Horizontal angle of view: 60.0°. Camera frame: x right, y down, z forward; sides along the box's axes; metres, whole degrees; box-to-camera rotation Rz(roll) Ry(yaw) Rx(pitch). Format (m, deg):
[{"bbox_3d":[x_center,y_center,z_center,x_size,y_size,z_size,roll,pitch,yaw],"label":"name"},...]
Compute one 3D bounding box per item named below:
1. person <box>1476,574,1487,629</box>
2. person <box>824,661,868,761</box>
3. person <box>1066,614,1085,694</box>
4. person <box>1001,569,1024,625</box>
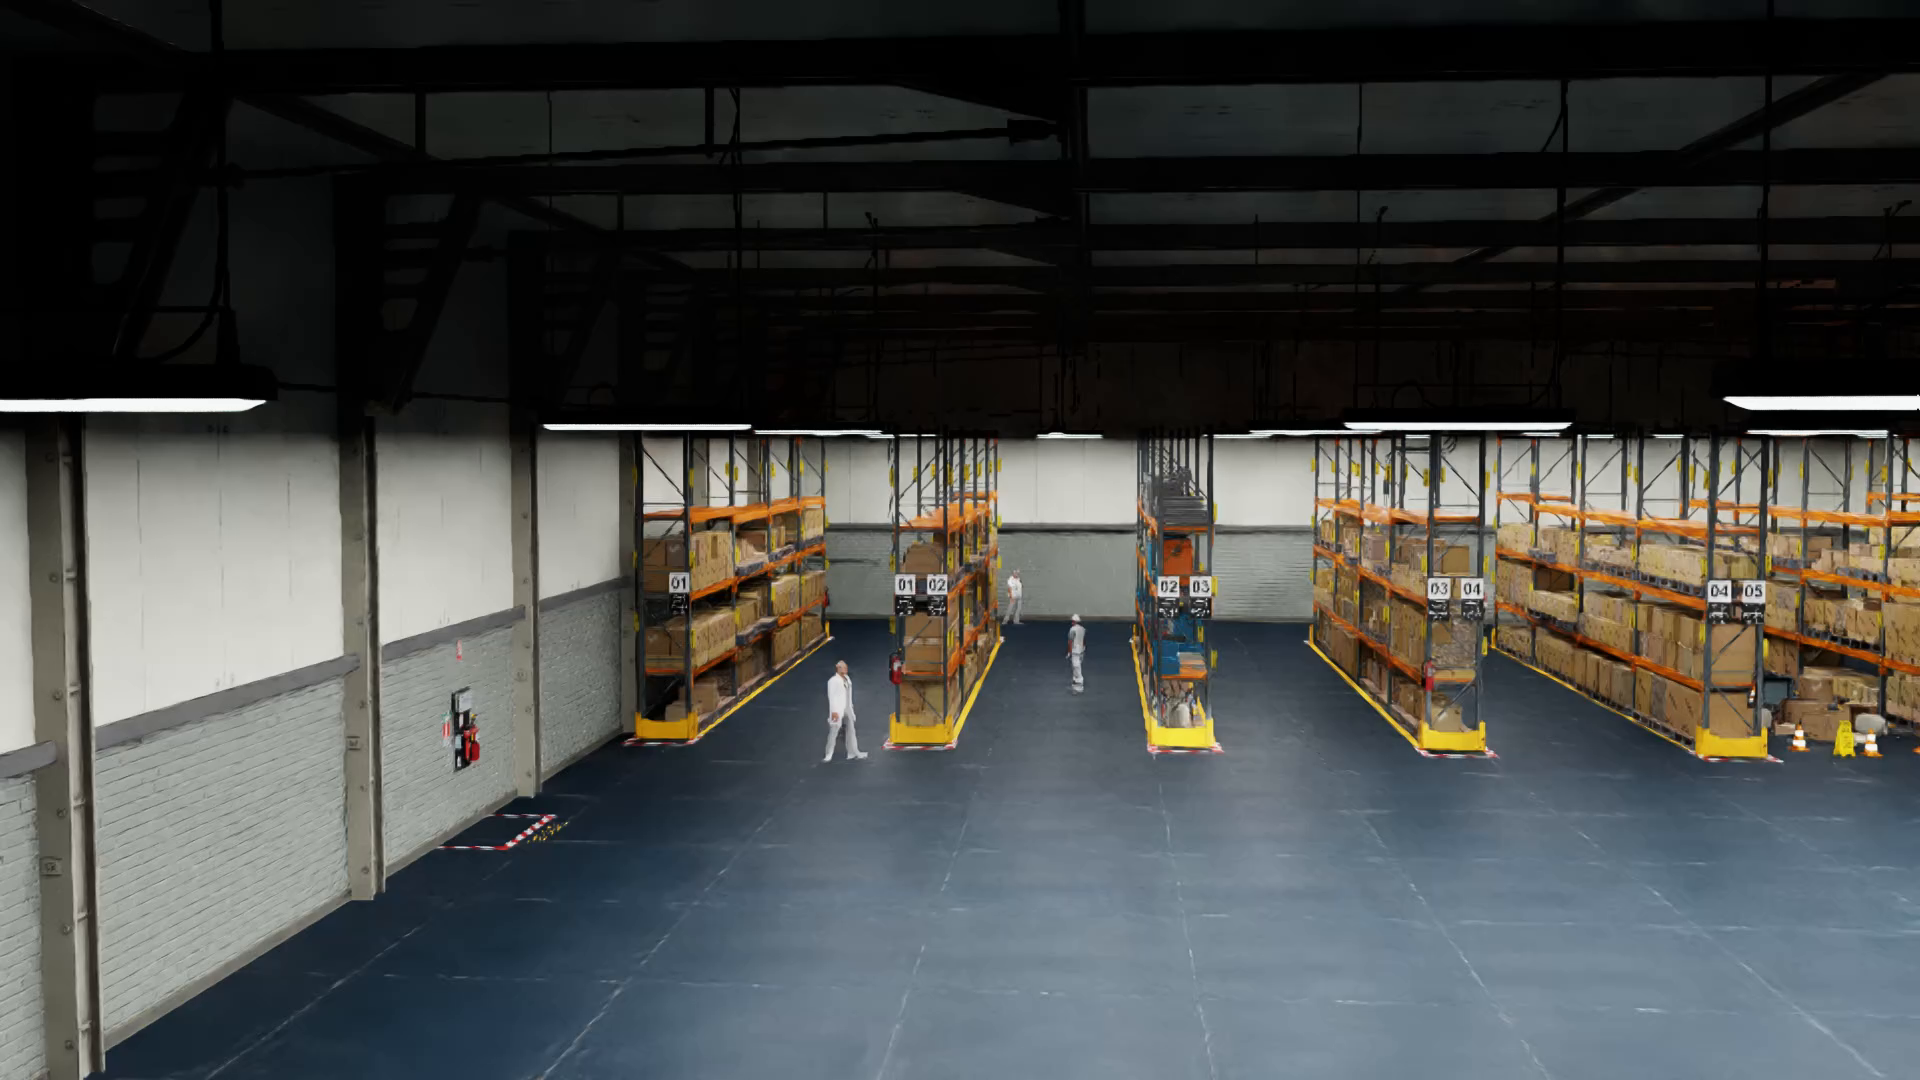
[{"bbox_3d":[15.482,1.876,49.765,0.598,1.734,0.988,2,4,25],"label":"person"},{"bbox_3d":[-2.094,3.034,29.672,0.580,1.770,0.749,3,4,38],"label":"person"},{"bbox_3d":[2.600,2.552,37.638,0.577,1.785,0.655,2,4,33],"label":"person"},{"bbox_3d":[1.623,1.761,51.453,0.728,1.752,0.490,-3,5,-45],"label":"person"}]
